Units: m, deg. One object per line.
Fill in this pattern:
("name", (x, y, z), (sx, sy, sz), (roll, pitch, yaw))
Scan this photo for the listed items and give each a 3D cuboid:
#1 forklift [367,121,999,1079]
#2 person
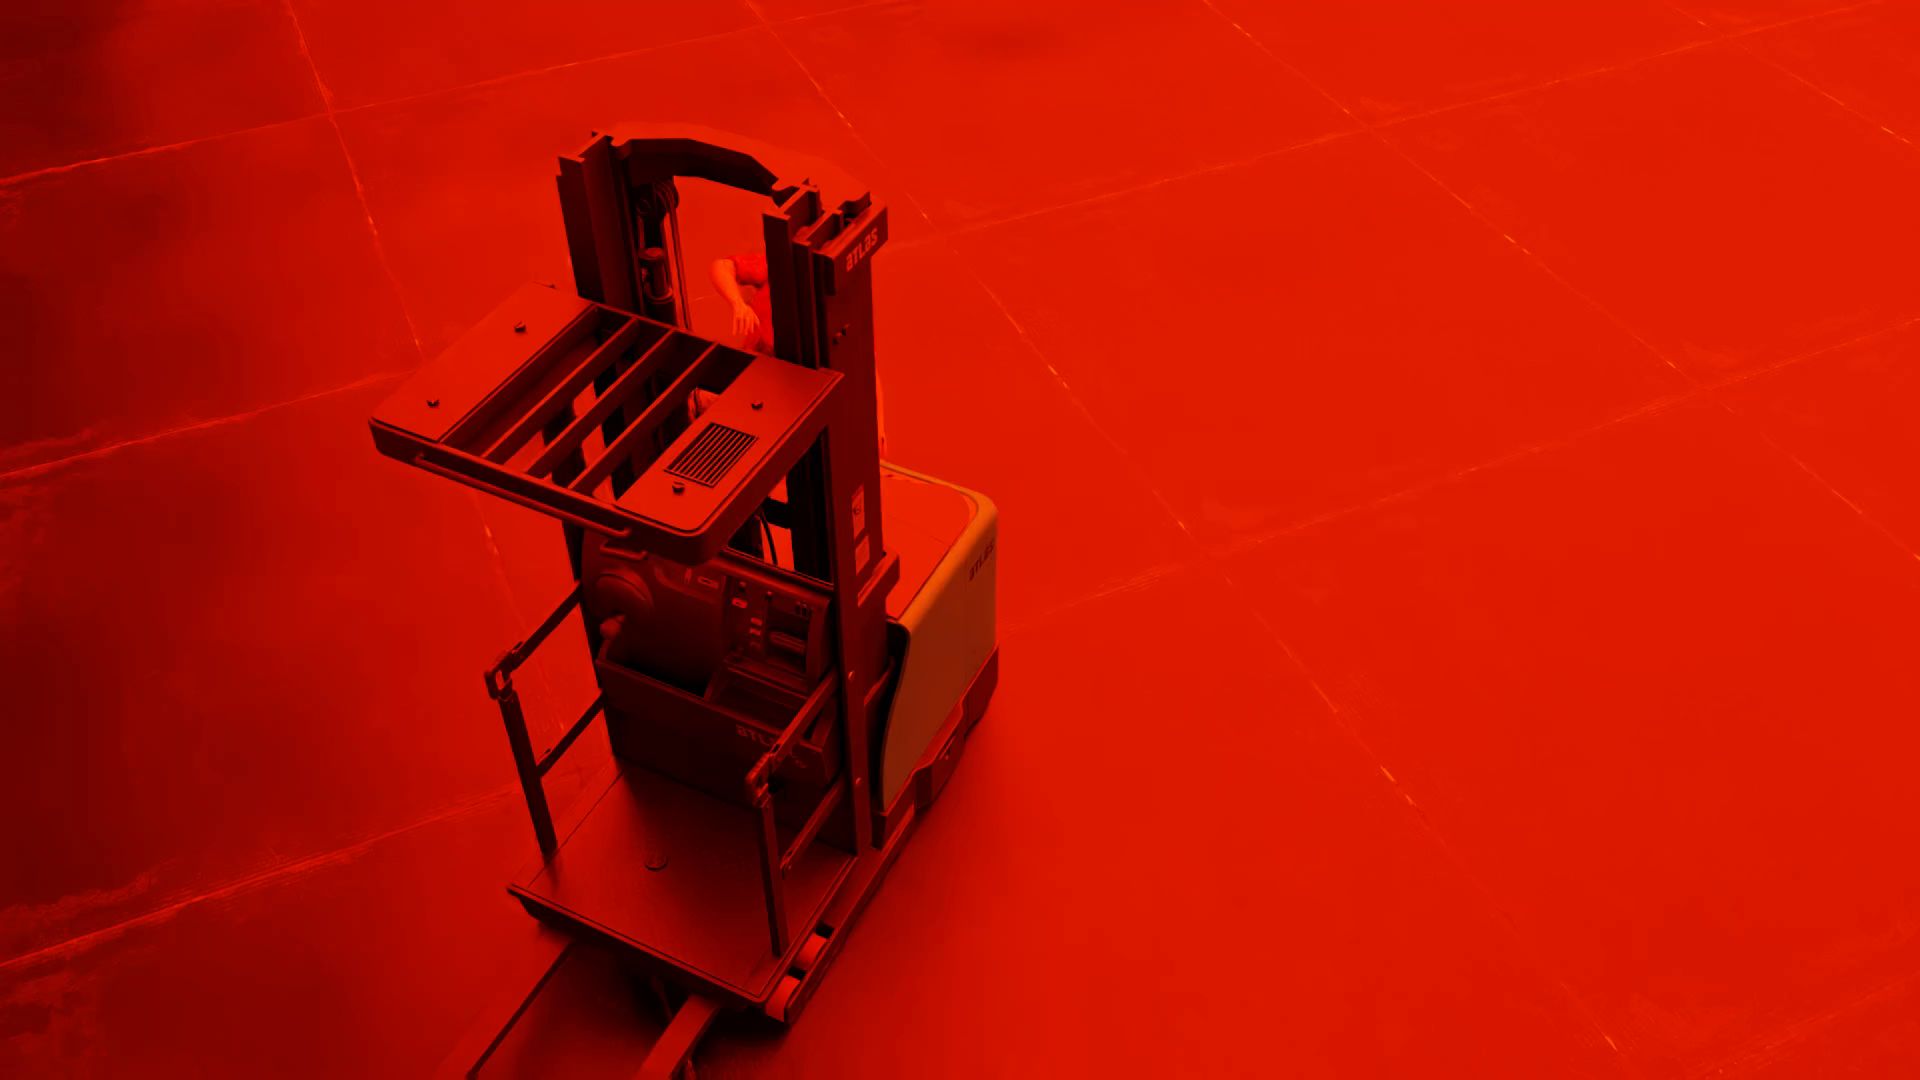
("forklift", (-0.946, 0.305, 5.353), (1.130, 2.935, 3.031), (19, 46, 19))
("person", (-0.782, -0.601, 7.436), (0.985, 1.457, 0.898), (-4, 43, -5))
